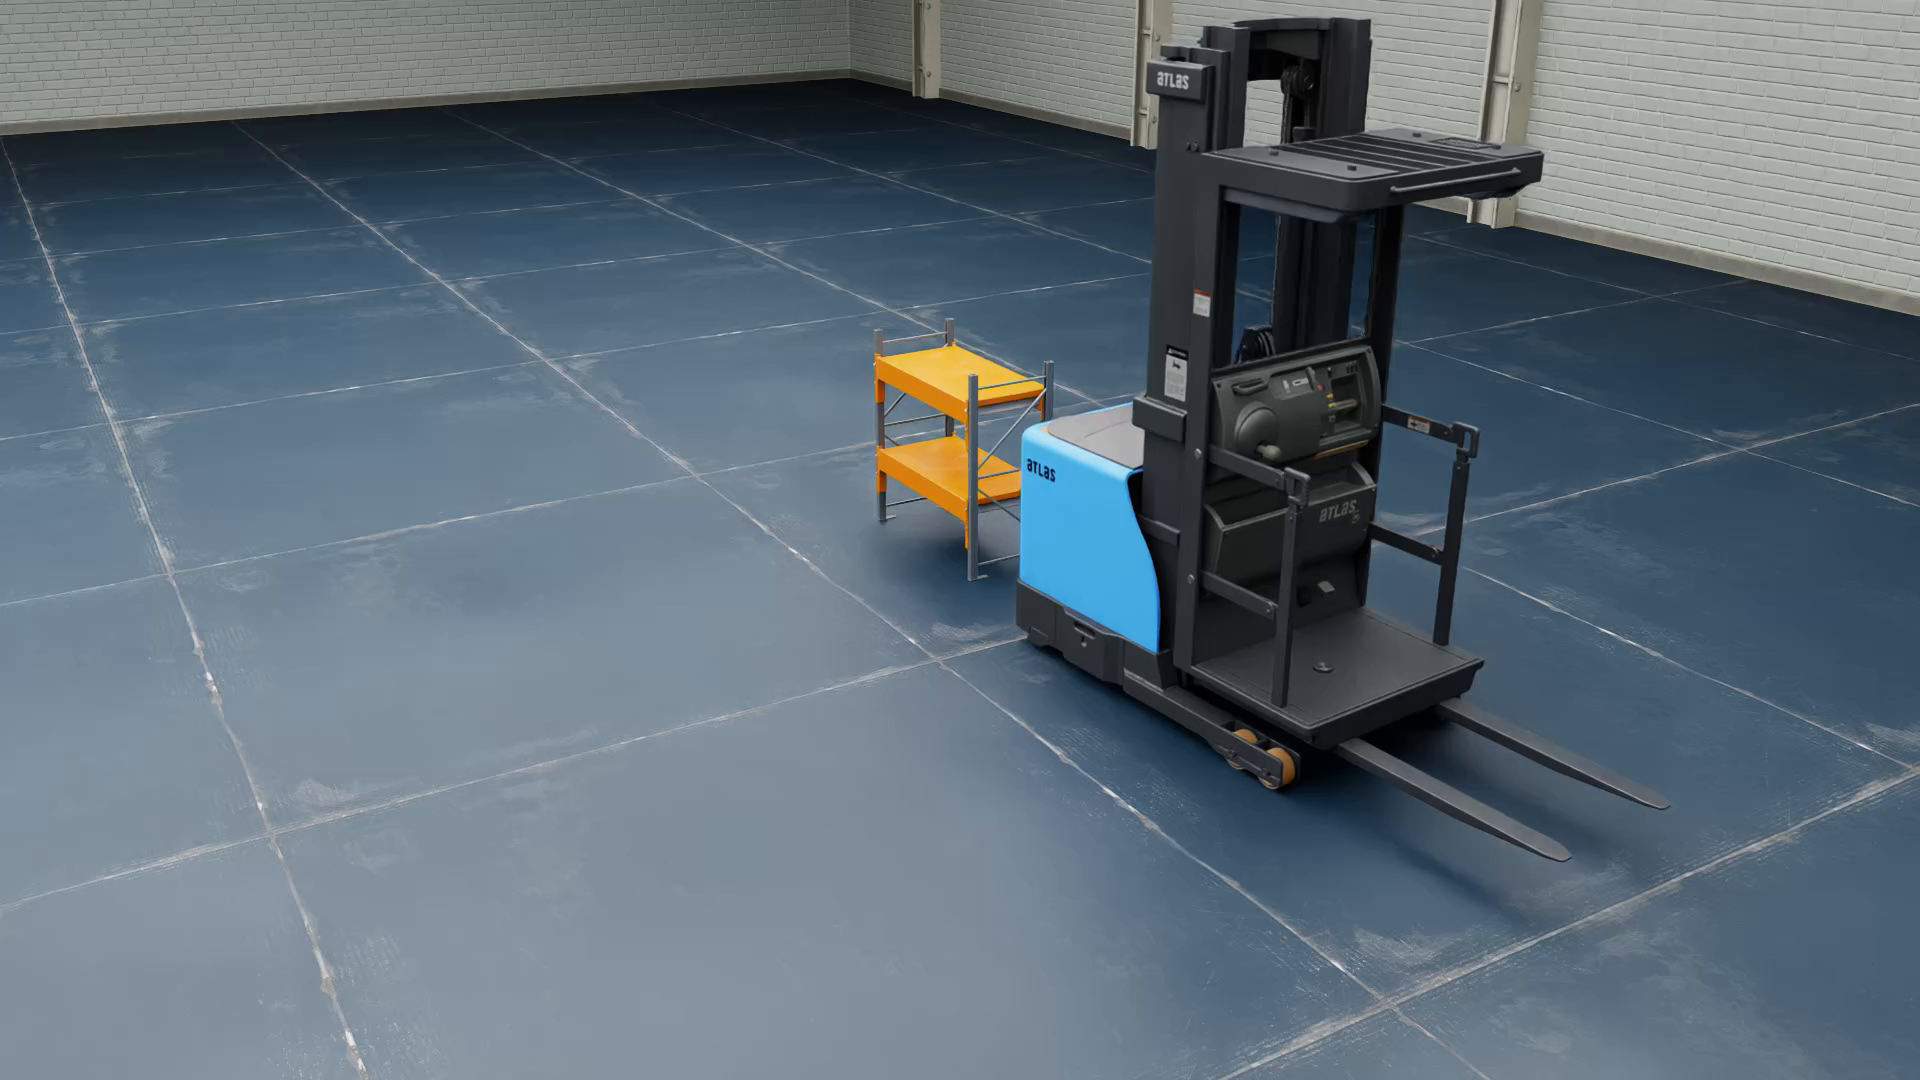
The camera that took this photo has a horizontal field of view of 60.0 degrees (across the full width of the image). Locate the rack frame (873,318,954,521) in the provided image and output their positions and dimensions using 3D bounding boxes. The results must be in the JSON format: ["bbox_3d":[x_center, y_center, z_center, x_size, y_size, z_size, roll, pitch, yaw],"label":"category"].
[{"bbox_3d":[-0.256,-0.683,9.499,0.500,1.125,0.032,-13,25,-28],"label":"rack frame"}]

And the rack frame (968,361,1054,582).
[{"bbox_3d":[0.263,-0.354,8.689,0.500,1.125,0.032,-13,25,-28],"label":"rack frame"}]

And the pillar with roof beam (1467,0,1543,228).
[{"bbox_3d":[1.884,-6.669,13.769,9.100,9.000,0.400,-13,25,-28],"label":"pillar with roof beam"}]

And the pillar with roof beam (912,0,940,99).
[{"bbox_3d":[-4.245,-10.554,23.326,9.100,9.000,0.400,-13,25,-28],"label":"pillar with roof beam"}]

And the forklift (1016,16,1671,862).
[{"bbox_3d":[1.535,-0.546,6.762,1.130,2.935,3.031,-15,27,-32],"label":"forklift"}]

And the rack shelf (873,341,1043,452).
[{"bbox_3d":[0.003,-0.790,8.984,0.538,0.278,1.000,-13,25,-28],"label":"rack shelf"}]

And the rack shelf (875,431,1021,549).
[{"bbox_3d":[0.003,-0.292,9.186,0.538,0.278,1.000,-13,25,-28],"label":"rack shelf"}]

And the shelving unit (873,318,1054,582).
[{"bbox_3d":[0.003,-0.519,9.094,0.538,1.125,1.048,-13,25,-28],"label":"shelving unit"}]

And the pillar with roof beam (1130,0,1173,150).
[{"bbox_3d":[-1.180,-8.612,18.548,9.100,9.000,0.400,-13,25,-28],"label":"pillar with roof beam"}]
